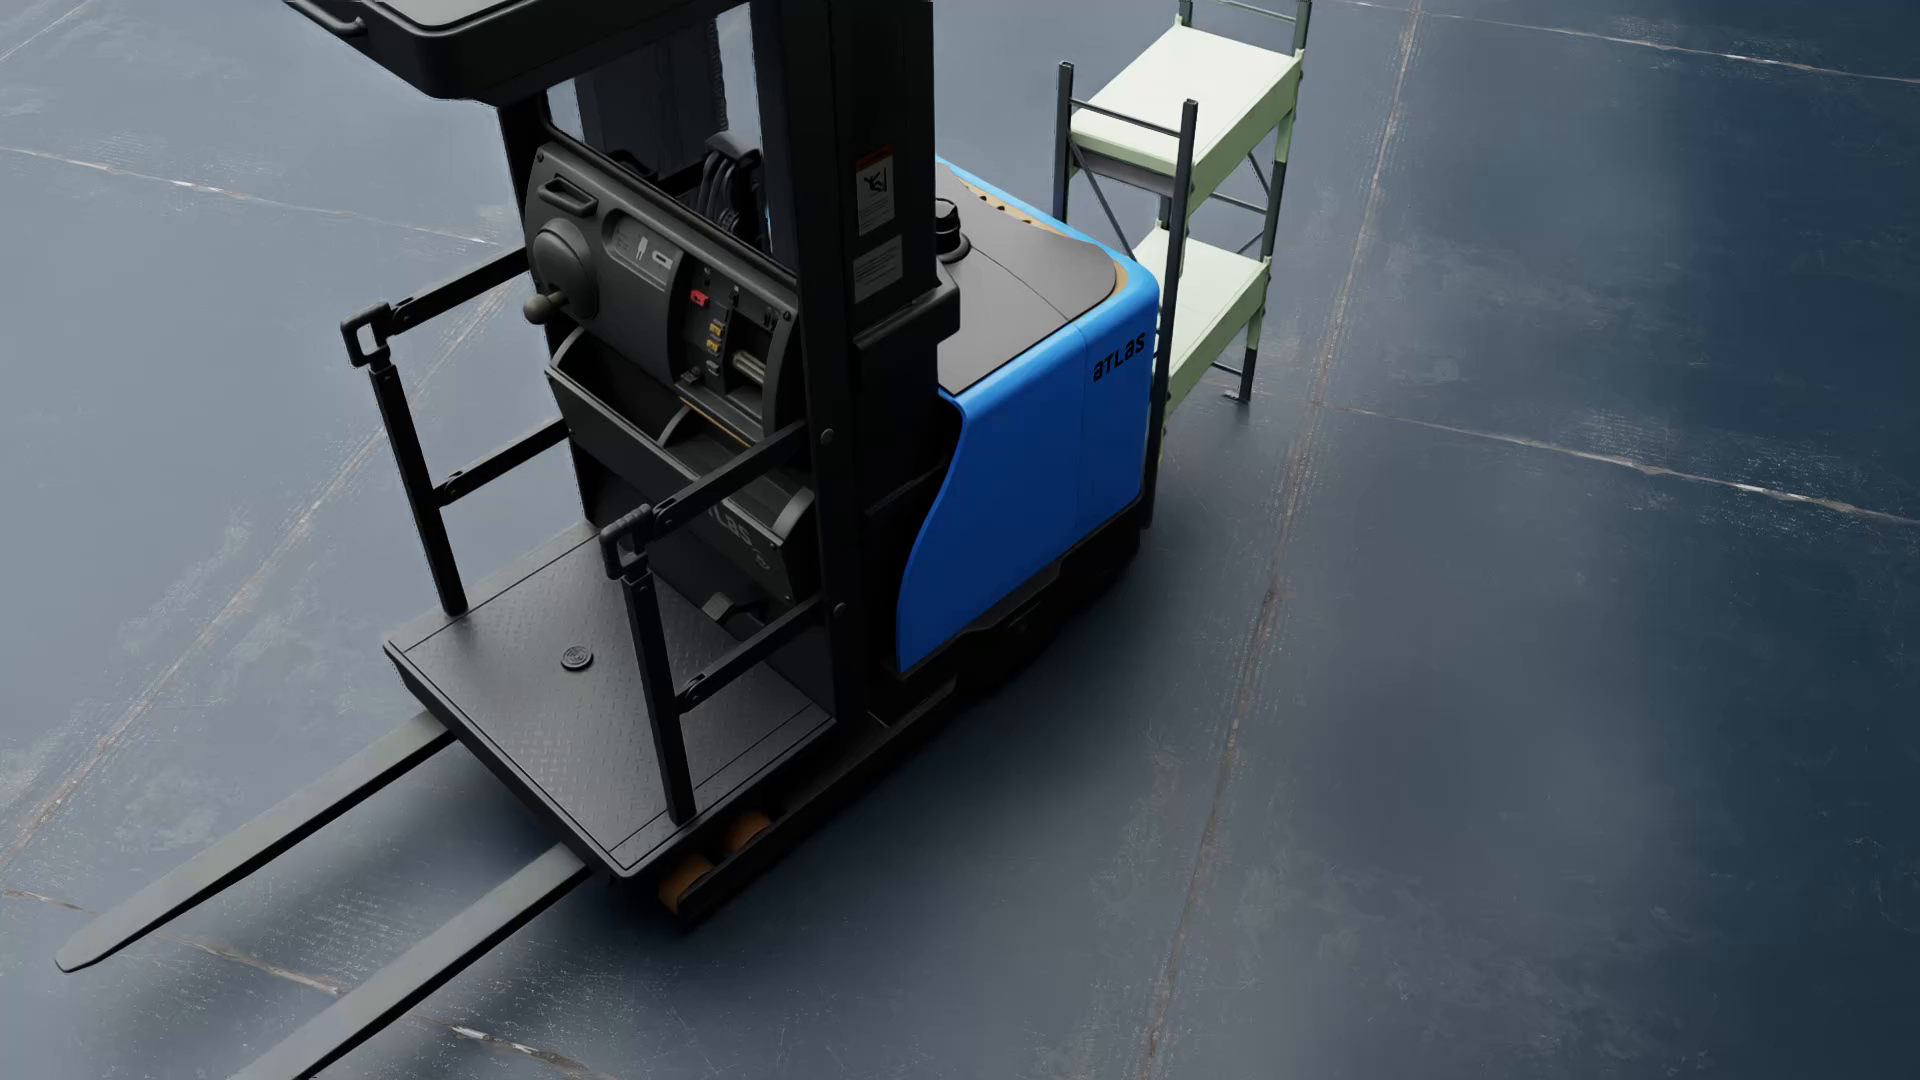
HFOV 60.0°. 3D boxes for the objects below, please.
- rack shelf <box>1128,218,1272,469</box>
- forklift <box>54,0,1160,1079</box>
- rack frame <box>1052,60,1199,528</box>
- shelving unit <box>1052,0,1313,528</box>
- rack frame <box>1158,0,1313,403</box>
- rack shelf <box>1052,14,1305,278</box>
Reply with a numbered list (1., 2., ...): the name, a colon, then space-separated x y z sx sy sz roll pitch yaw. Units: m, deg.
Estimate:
1. rack shelf: 0.631 -0.638 5.295 0.431 0.370 0.720 24 49 22
2. forklift: -0.840 -0.492 3.657 1.130 2.935 3.031 35 54 30
3. rack frame: 0.436 -0.654 4.846 0.400 1.500 0.023 24 49 22
4. shelving unit: 0.631 -0.871 5.067 0.431 1.500 0.755 24 49 22
5. rack frame: 0.826 -1.087 5.289 0.400 1.500 0.023 24 49 22
6. rack shelf: 0.631 -1.149 4.794 0.431 0.370 0.720 24 49 22
